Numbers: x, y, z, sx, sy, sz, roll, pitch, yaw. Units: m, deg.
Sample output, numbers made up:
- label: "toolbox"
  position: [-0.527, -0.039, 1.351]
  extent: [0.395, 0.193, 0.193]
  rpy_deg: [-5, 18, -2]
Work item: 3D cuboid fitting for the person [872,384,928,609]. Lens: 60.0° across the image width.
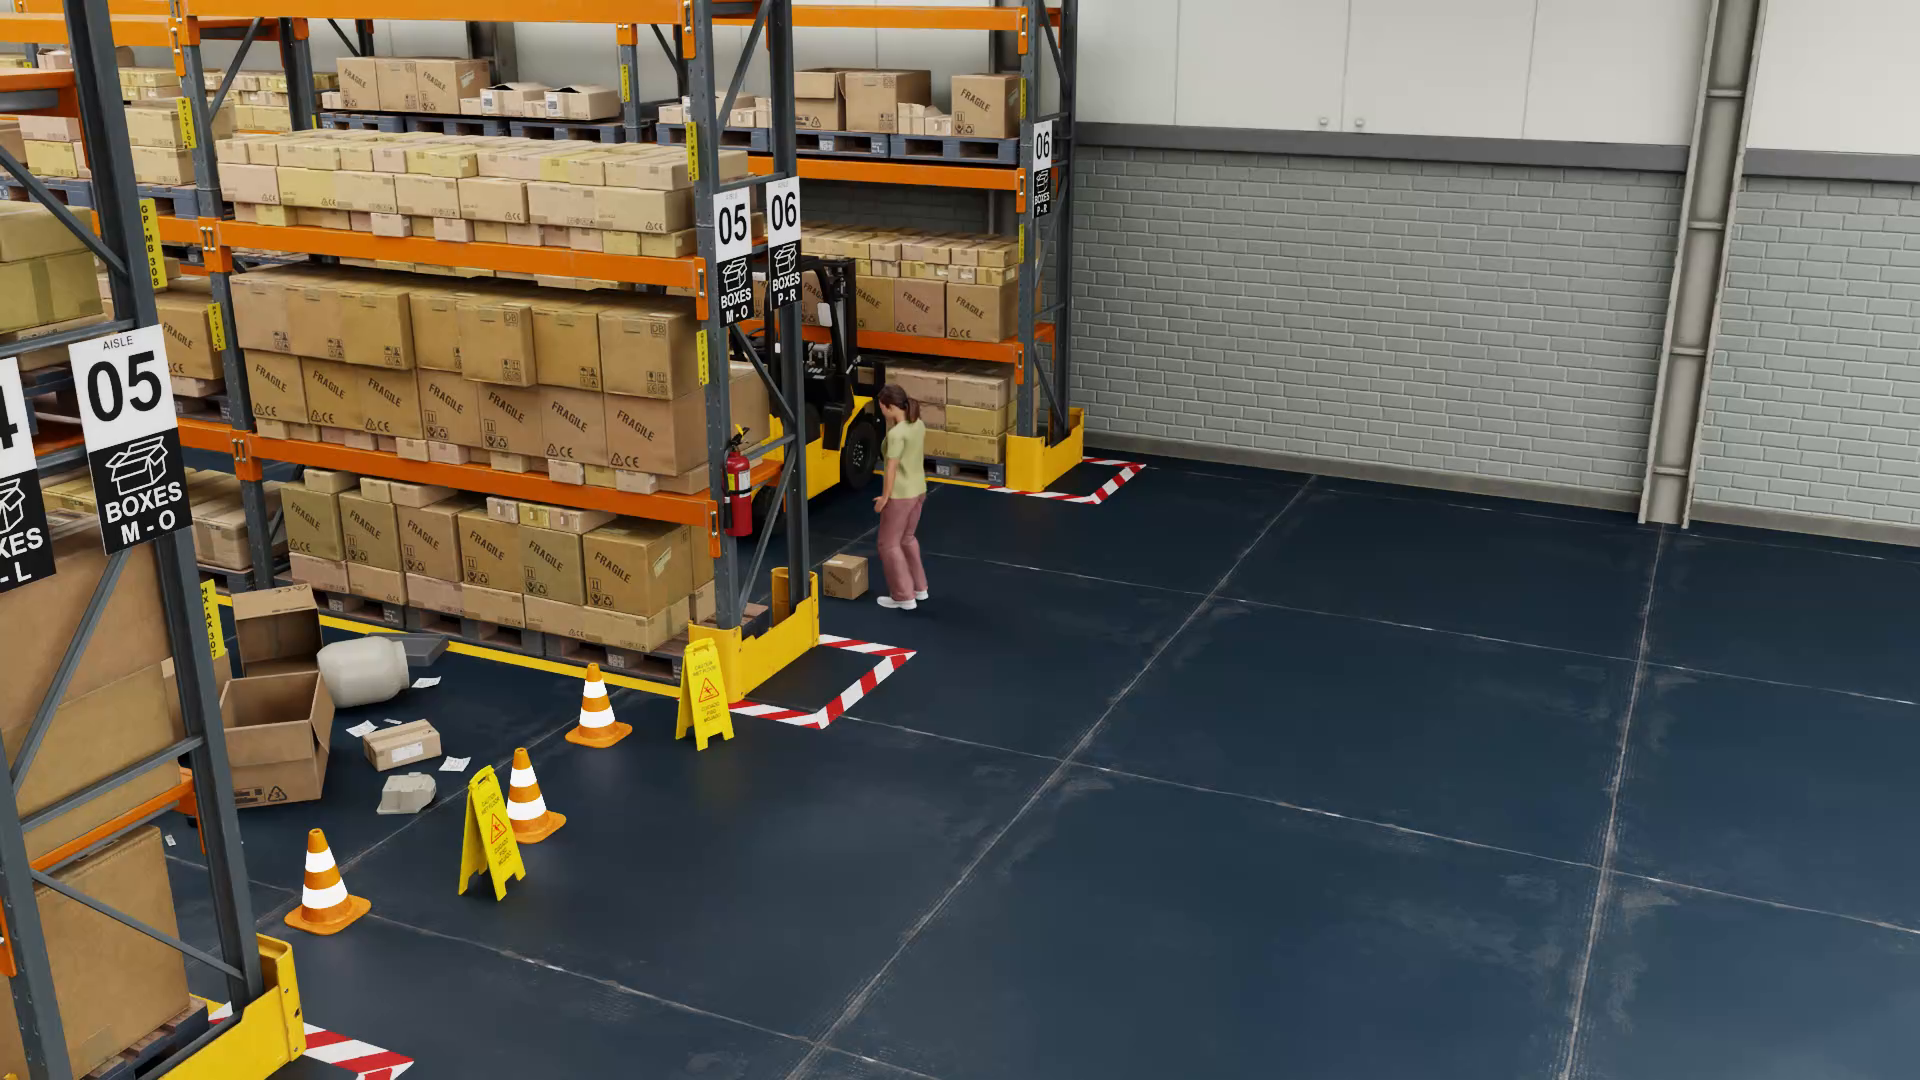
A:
- label: "person"
  position: [-0.422, -0.315, 12.016]
  extent: [0.344, 1.657, 0.458]
  rpy_deg: [9, 21, 24]
